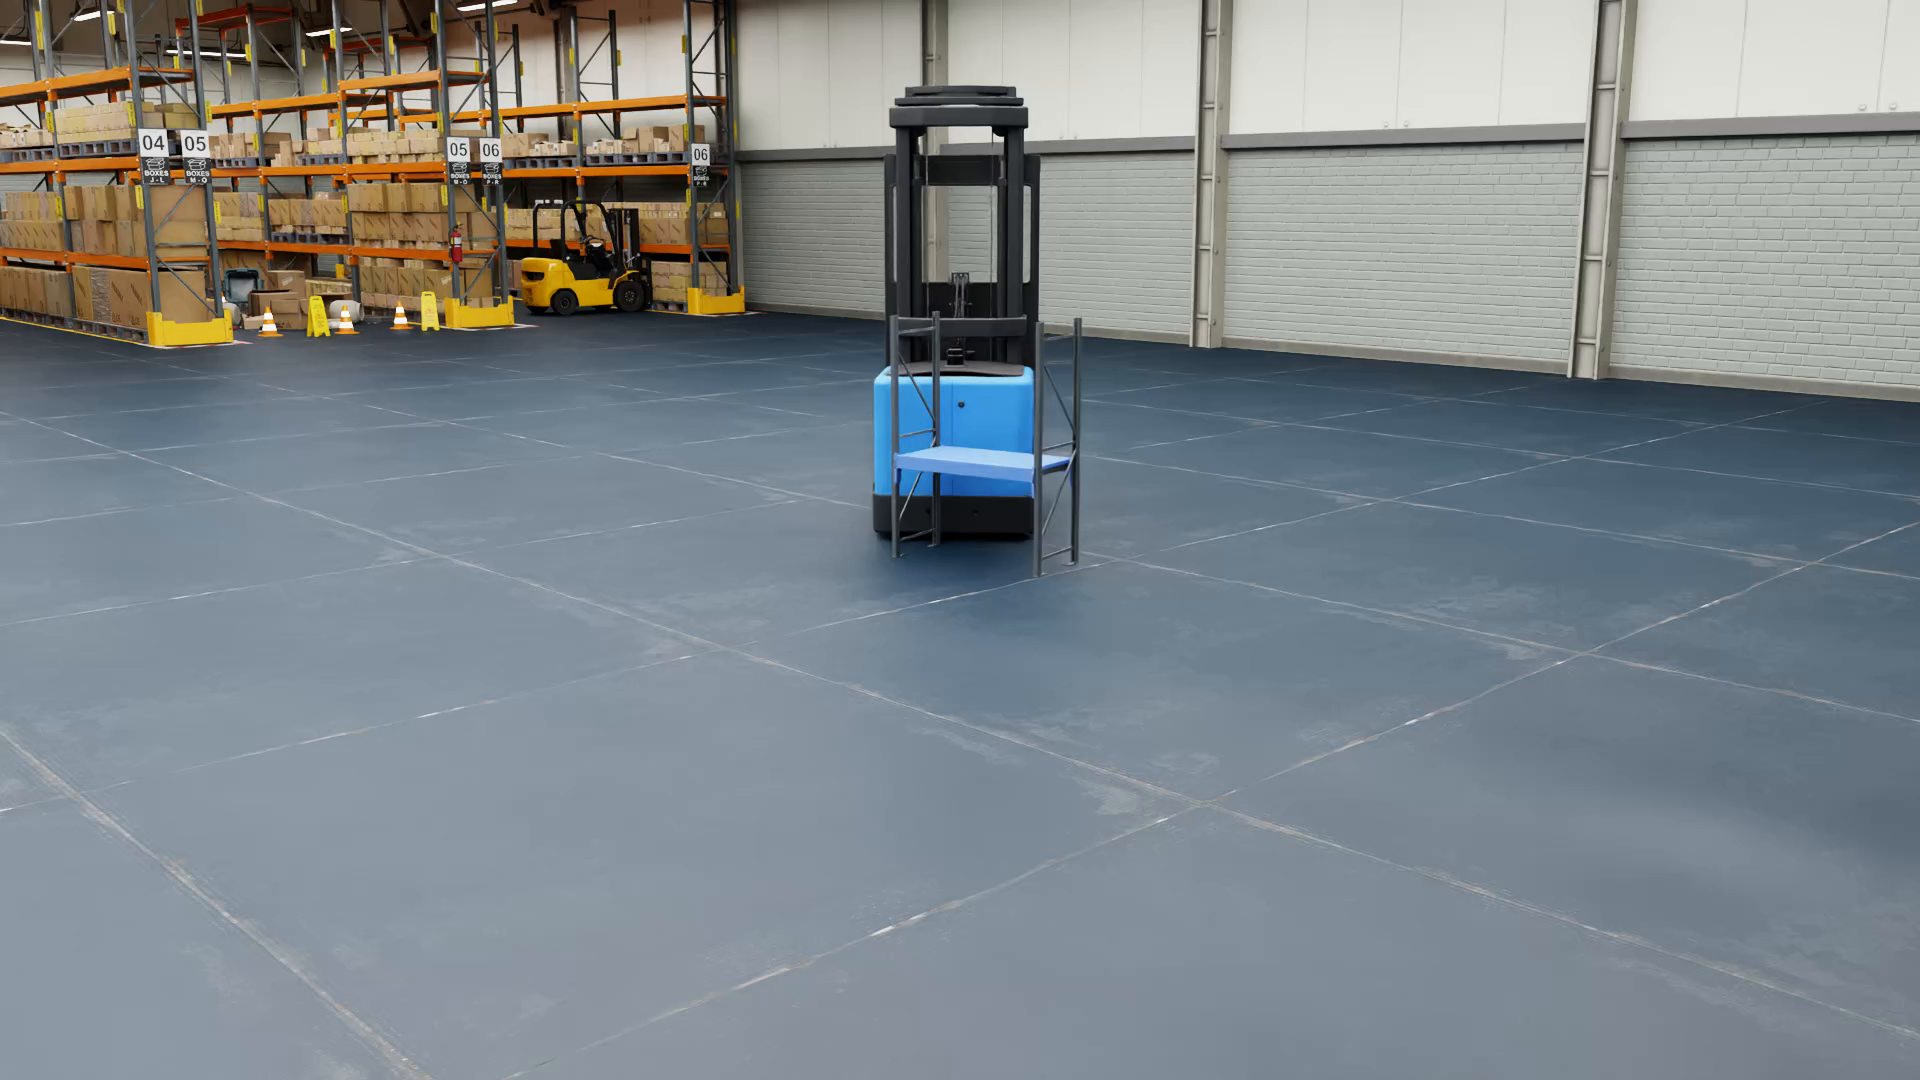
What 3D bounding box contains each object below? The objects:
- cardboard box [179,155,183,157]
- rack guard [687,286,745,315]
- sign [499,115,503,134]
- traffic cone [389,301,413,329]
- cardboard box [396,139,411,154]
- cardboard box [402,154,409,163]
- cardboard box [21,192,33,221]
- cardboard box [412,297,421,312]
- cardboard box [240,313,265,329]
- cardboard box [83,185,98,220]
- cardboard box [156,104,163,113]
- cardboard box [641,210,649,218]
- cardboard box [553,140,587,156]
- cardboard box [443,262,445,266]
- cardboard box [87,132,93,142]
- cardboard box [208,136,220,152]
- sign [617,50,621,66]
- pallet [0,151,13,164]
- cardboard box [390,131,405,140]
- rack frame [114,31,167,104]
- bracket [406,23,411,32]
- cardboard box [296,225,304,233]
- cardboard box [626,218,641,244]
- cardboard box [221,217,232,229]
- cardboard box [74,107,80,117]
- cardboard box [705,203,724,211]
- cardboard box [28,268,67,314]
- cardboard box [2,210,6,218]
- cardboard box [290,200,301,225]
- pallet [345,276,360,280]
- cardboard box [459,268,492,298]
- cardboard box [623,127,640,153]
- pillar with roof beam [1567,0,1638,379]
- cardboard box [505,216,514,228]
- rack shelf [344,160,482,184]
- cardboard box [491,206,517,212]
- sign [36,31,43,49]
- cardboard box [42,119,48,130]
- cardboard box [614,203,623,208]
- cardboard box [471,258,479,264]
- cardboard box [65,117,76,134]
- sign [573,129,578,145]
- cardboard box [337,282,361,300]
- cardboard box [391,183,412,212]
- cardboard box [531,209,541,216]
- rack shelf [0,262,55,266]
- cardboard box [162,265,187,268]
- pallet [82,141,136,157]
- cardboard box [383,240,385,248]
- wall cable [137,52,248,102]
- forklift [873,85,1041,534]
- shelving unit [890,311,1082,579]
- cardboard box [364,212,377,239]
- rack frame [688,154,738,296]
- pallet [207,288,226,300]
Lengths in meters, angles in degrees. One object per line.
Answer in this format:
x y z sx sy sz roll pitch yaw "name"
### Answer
-17.304 -8.668 37.162 0.396 0.266 0.258 -10 15 -41 "cardboard box"
-4.741 -4.675 32.363 1.175 0.500 0.348 -11 16 -43 "rack guard"
-7.952 -7.183 28.744 0.100 0.325 0.005 -11 16 -43 "sign"
-9.575 -3.851 28.455 0.336 0.463 0.334 -11 16 -43 "traffic cone"
-9.601 -6.937 29.351 0.500 0.250 0.500 -10 16 -41 "cardboard box"
-9.658 -6.760 29.480 0.250 0.149 0.380 11 16 44 "cardboard box"
-16.371 -5.997 29.860 0.700 0.500 0.500 -11 16 -43 "cardboard box"
-9.450 -4.226 29.765 0.500 0.250 0.500 -11 16 -42 "cardboard box"
-12.098 -3.756 28.485 0.396 0.266 0.258 -8 14 -33 "cardboard box"
-13.650 -5.471 26.986 0.875 0.550 0.550 -11 16 -43 "cardboard box"
-12.205 -6.664 25.748 0.380 0.149 0.250 -11 16 -43 "cardboard box"
-6.103 -6.465 33.000 0.380 0.149 0.250 -11 16 -42 "cardboard box"
-8.196 -8.238 34.963 0.500 0.311 0.500 11 16 43 "cardboard box"
-12.157 -6.383 39.616 0.500 0.500 0.500 11 16 43 "cardboard box"
-13.561 -6.368 26.286 0.380 0.149 0.250 -11 16 -42 "cardboard box"
-16.233 -8.516 36.092 0.500 0.500 0.500 -11 16 -44 "cardboard box"
-7.101 -10.033 34.603 0.100 0.325 0.005 -11 16 -43 "sign"
-16.897 -6.963 30.311 1.213 0.211 1.003 -10 15 -40 "pallet"
-9.875 -7.174 29.513 0.380 0.149 0.250 -10 16 -41 "cardboard box"
-19.394 -10.484 39.496 1.000 3.000 0.127 -11 16 -43 "rack frame"
-13.417 -12.593 40.816 0.235 0.232 0.430 -11 16 -43 "bracket"
-13.055 -6.227 33.287 0.380 0.149 0.250 -10 15 -39 "cardboard box"
-6.348 -6.210 33.374 0.500 0.500 0.500 -11 16 -42 "cardboard box"
-15.471 -6.806 35.648 0.500 0.250 0.500 11 16 43 "cardboard box"
-13.906 -6.832 26.562 0.380 0.149 0.250 -11 16 -42 "cardboard box"
-4.835 -6.494 32.404 0.380 0.149 0.250 -11 16 -44 "cardboard box"
-15.775 -4.413 29.431 1.050 0.750 0.750 -11 16 -43 "cardboard box"
-18.283 -6.295 32.140 0.380 0.149 0.250 -10 15 -40 "cardboard box"
-12.989 -6.529 33.141 0.500 0.500 0.500 -11 16 -42 "cardboard box"
-15.203 -6.744 43.125 1.003 0.211 1.213 -11 16 -43 "pallet"
-8.719 -4.596 29.702 0.500 0.500 0.500 11 16 43 "cardboard box"
-6.251 -7.962 33.144 0.797 0.503 0.637 -10 15 -41 "cardboard box"
4.731 -5.841 16.962 9.100 9.000 0.400 -11 16 -43 "pillar with roof beam"
-9.807 -7.069 36.924 0.500 0.250 0.500 -10 15 -41 "cardboard box"
-9.726 -6.619 29.954 1.077 0.370 4.000 -11 16 -43 "rack shelf"
-10.524 -7.422 38.212 0.500 0.500 0.500 -10 15 -40 "cardboard box"
-16.981 -9.224 30.677 0.100 0.325 0.005 -11 16 -43 "sign"
-15.977 -7.231 29.608 0.500 0.500 0.500 -11 16 -43 "cardboard box"
-6.783 -6.763 33.713 0.380 0.149 0.250 -11 16 -43 "cardboard box"
-11.017 -6.441 38.290 0.250 0.149 0.380 11 16 42 "cardboard box"
-14.133 -6.702 26.919 0.500 0.250 0.500 -11 16 -43 "cardboard box"
-7.905 -8.286 34.200 0.100 0.325 0.005 -11 16 -43 "sign"
-11.471 -4.789 32.194 0.950 0.372 0.625 -11 16 -42 "cardboard box"
-9.626 -6.074 29.496 0.700 0.500 0.500 -11 16 -43 "cardboard box"
-9.059 -7.082 35.998 0.250 0.149 0.380 11 16 44 "cardboard box"
-18.761 -5.613 32.504 1.077 0.370 4.000 -11 16 -43 "rack shelf"
-18.228 -6.281 39.275 0.875 0.438 0.875 -10 16 -41 "cardboard box"
-13.222 -6.216 26.437 1.003 0.211 1.213 -11 16 -43 "pallet"
-10.352 -5.441 30.508 0.380 0.149 0.250 -11 16 -43 "cardboard box"
-20.939 -11.780 45.695 2.988 3.039 0.133 -11 16 -43 "wall cable"
0.027 -1.719 11.992 1.130 2.935 3.031 1 12 3 "forklift"
0.153 -0.607 10.139 1.048 1.500 0.538 7 14 32 "shelving unit"
-10.641 -5.816 30.721 0.500 0.500 0.500 -11 16 -43 "cardboard box"
-4.757 -5.903 32.127 1.000 3.000 0.127 -11 16 -43 "rack frame"
-16.044 -5.494 37.054 1.003 0.211 1.213 -11 16 -43 "pallet"
